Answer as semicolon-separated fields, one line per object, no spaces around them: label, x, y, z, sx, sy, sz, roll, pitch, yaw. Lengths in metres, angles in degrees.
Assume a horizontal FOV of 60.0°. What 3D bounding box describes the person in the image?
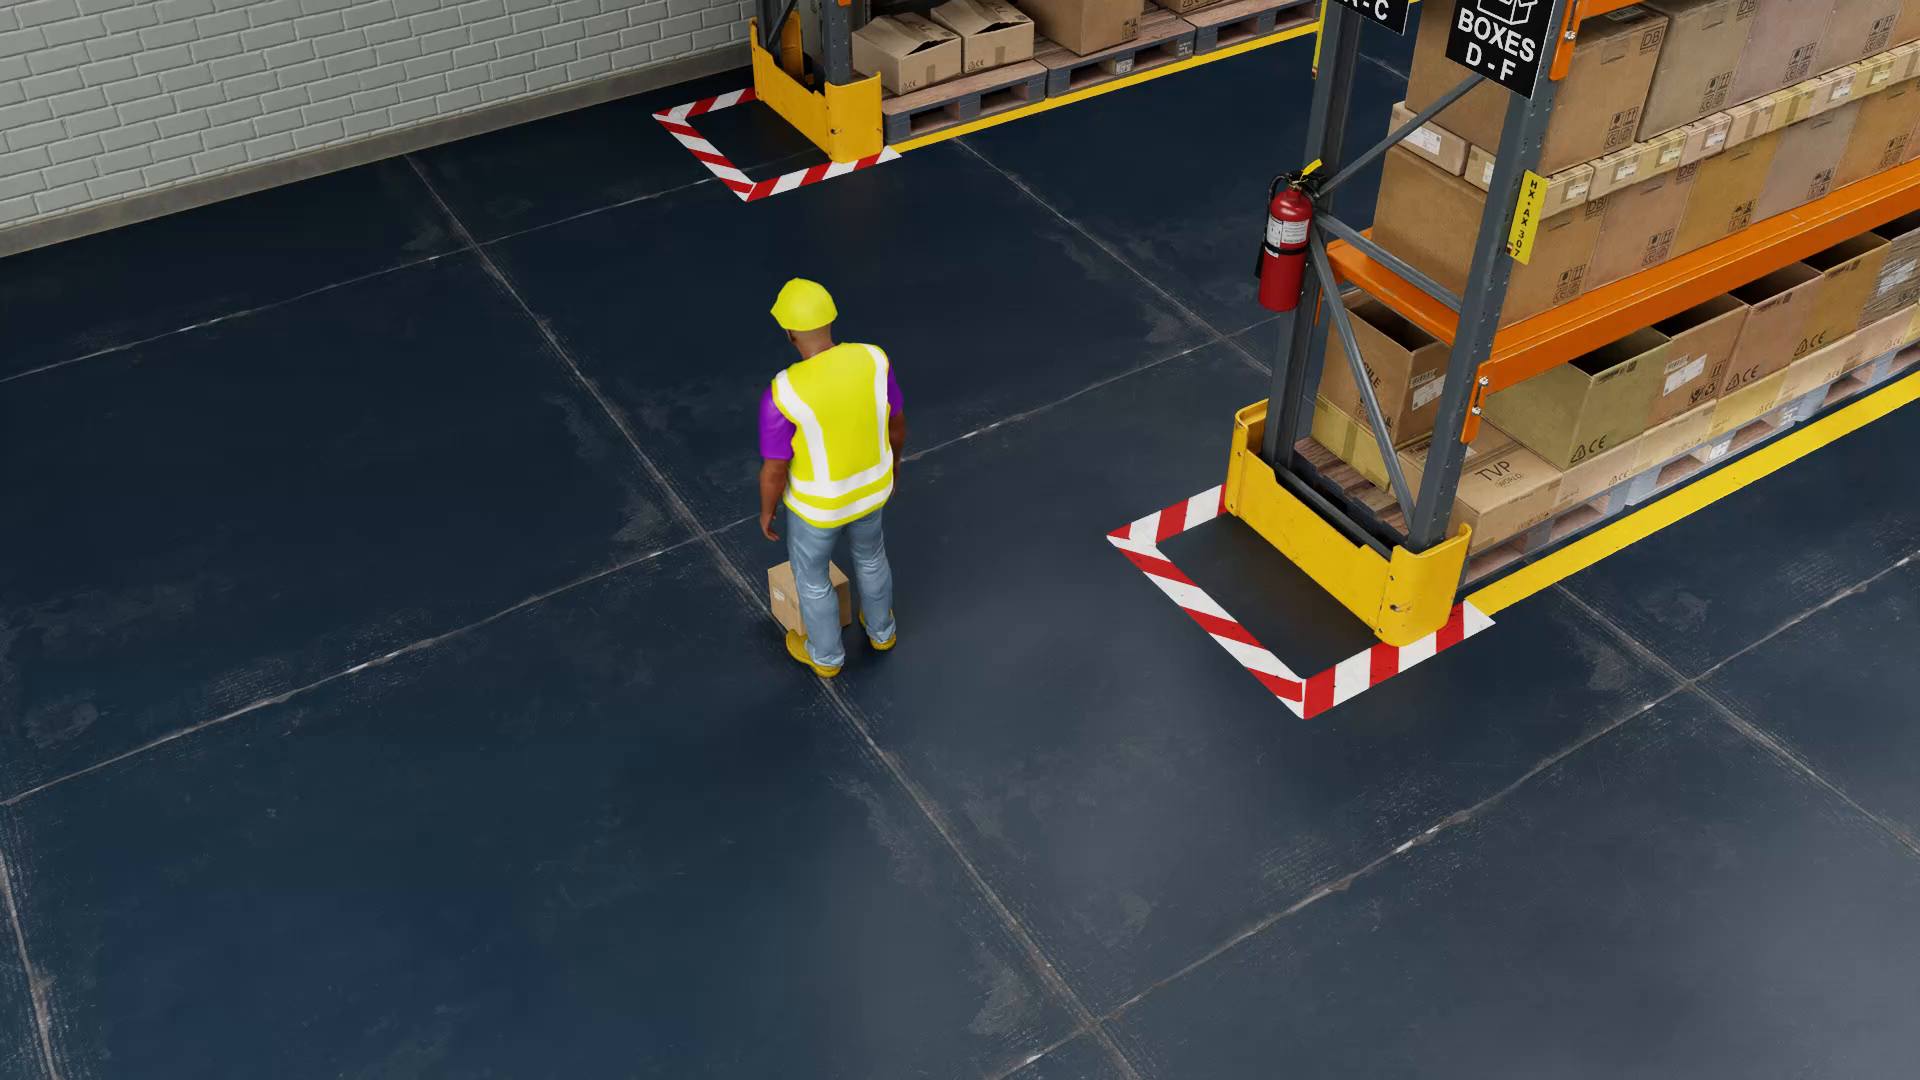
person;-0.495;-0.213;6.393;0.625;1.760;0.459;-23;46;-25
